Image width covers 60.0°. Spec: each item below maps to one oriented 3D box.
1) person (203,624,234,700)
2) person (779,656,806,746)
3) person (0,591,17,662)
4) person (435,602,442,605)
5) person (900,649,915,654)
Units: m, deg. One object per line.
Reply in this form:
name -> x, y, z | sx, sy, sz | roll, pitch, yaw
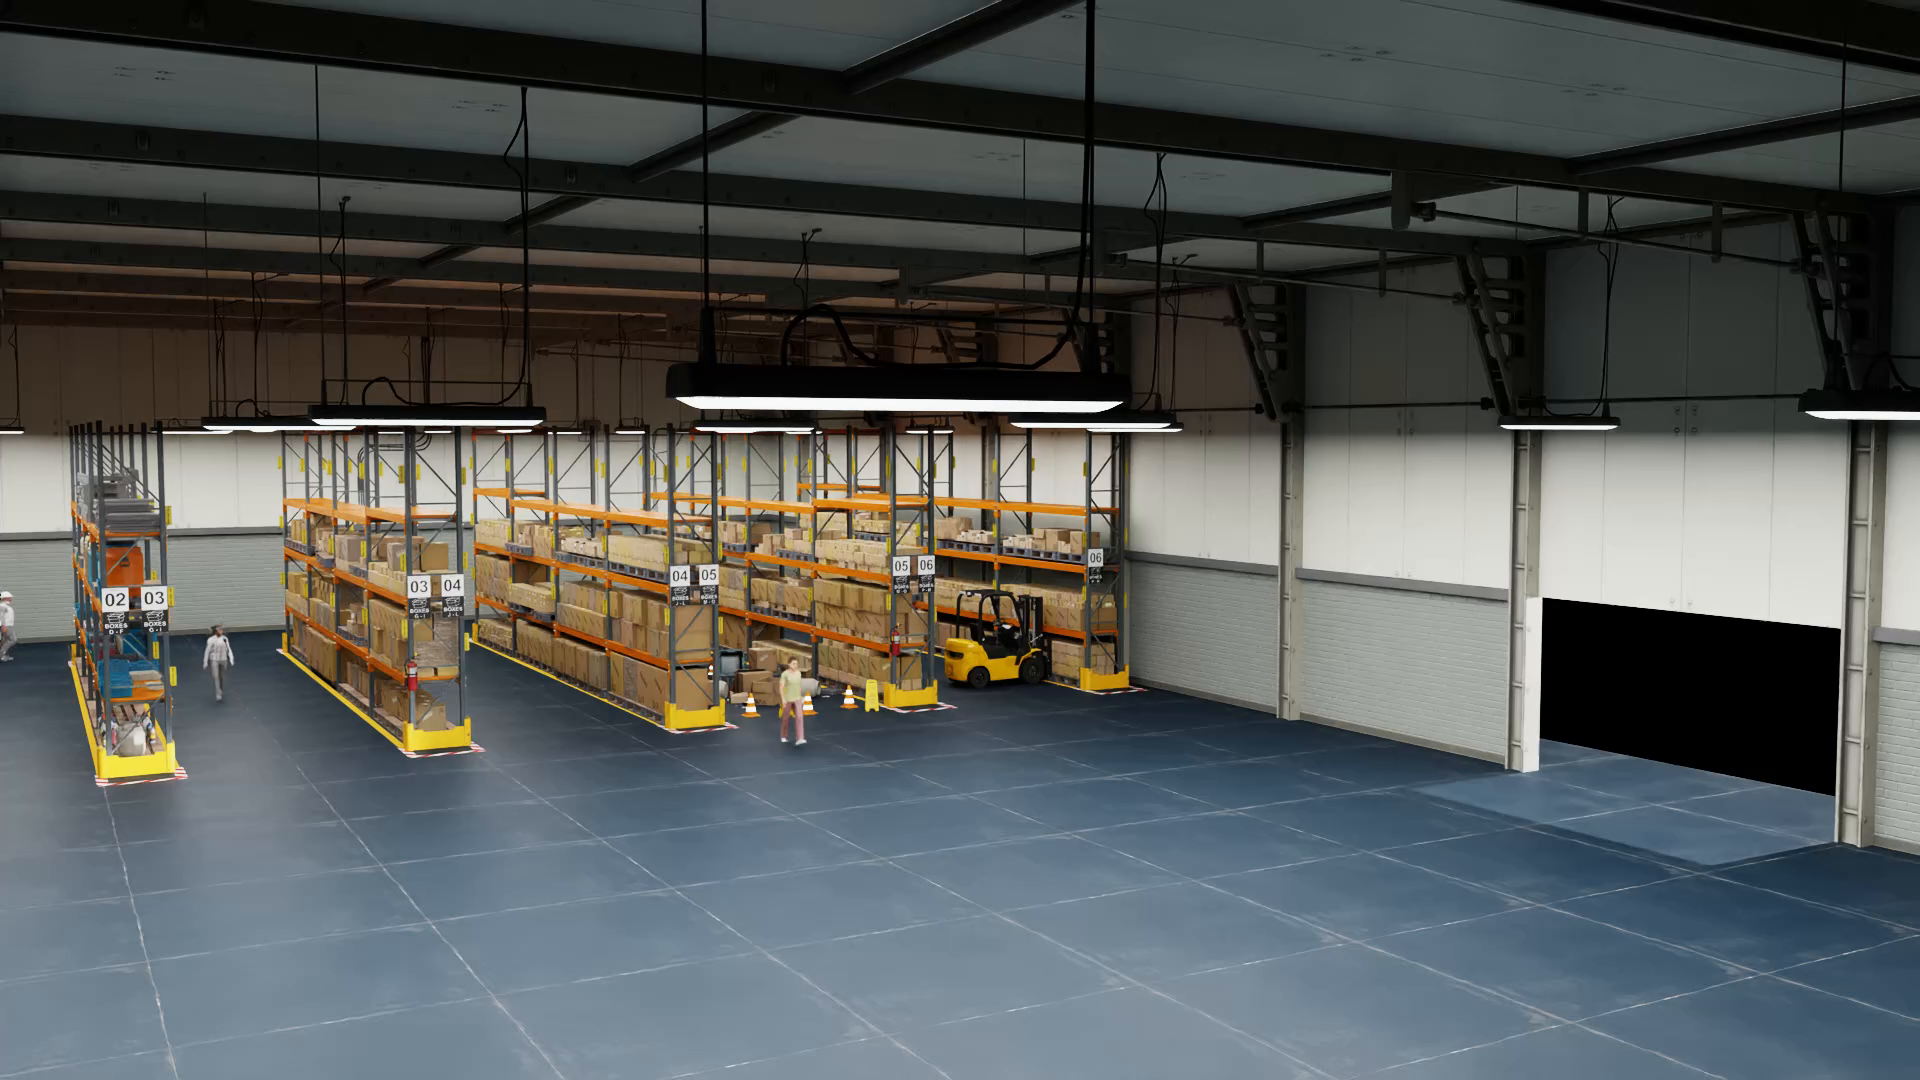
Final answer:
person -> -16.201, 2.636, 36.347 | 0.576, 1.615, 1.022 | -3, 5, -39
person -> -3.115, 2.979, 30.859 | 0.475, 1.637, 0.896 | -2, 4, -26
person -> -24.320, 2.203, 42.453 | 0.426, 1.782, 0.569 | -2, 4, -25
person -> -14.724, 1.947, 46.763 | 0.677, 1.721, 1.064 | -2, 4, -26
person -> -1.264, 2.424, 39.878 | 0.653, 1.685, 0.778 | -2, 4, -29
